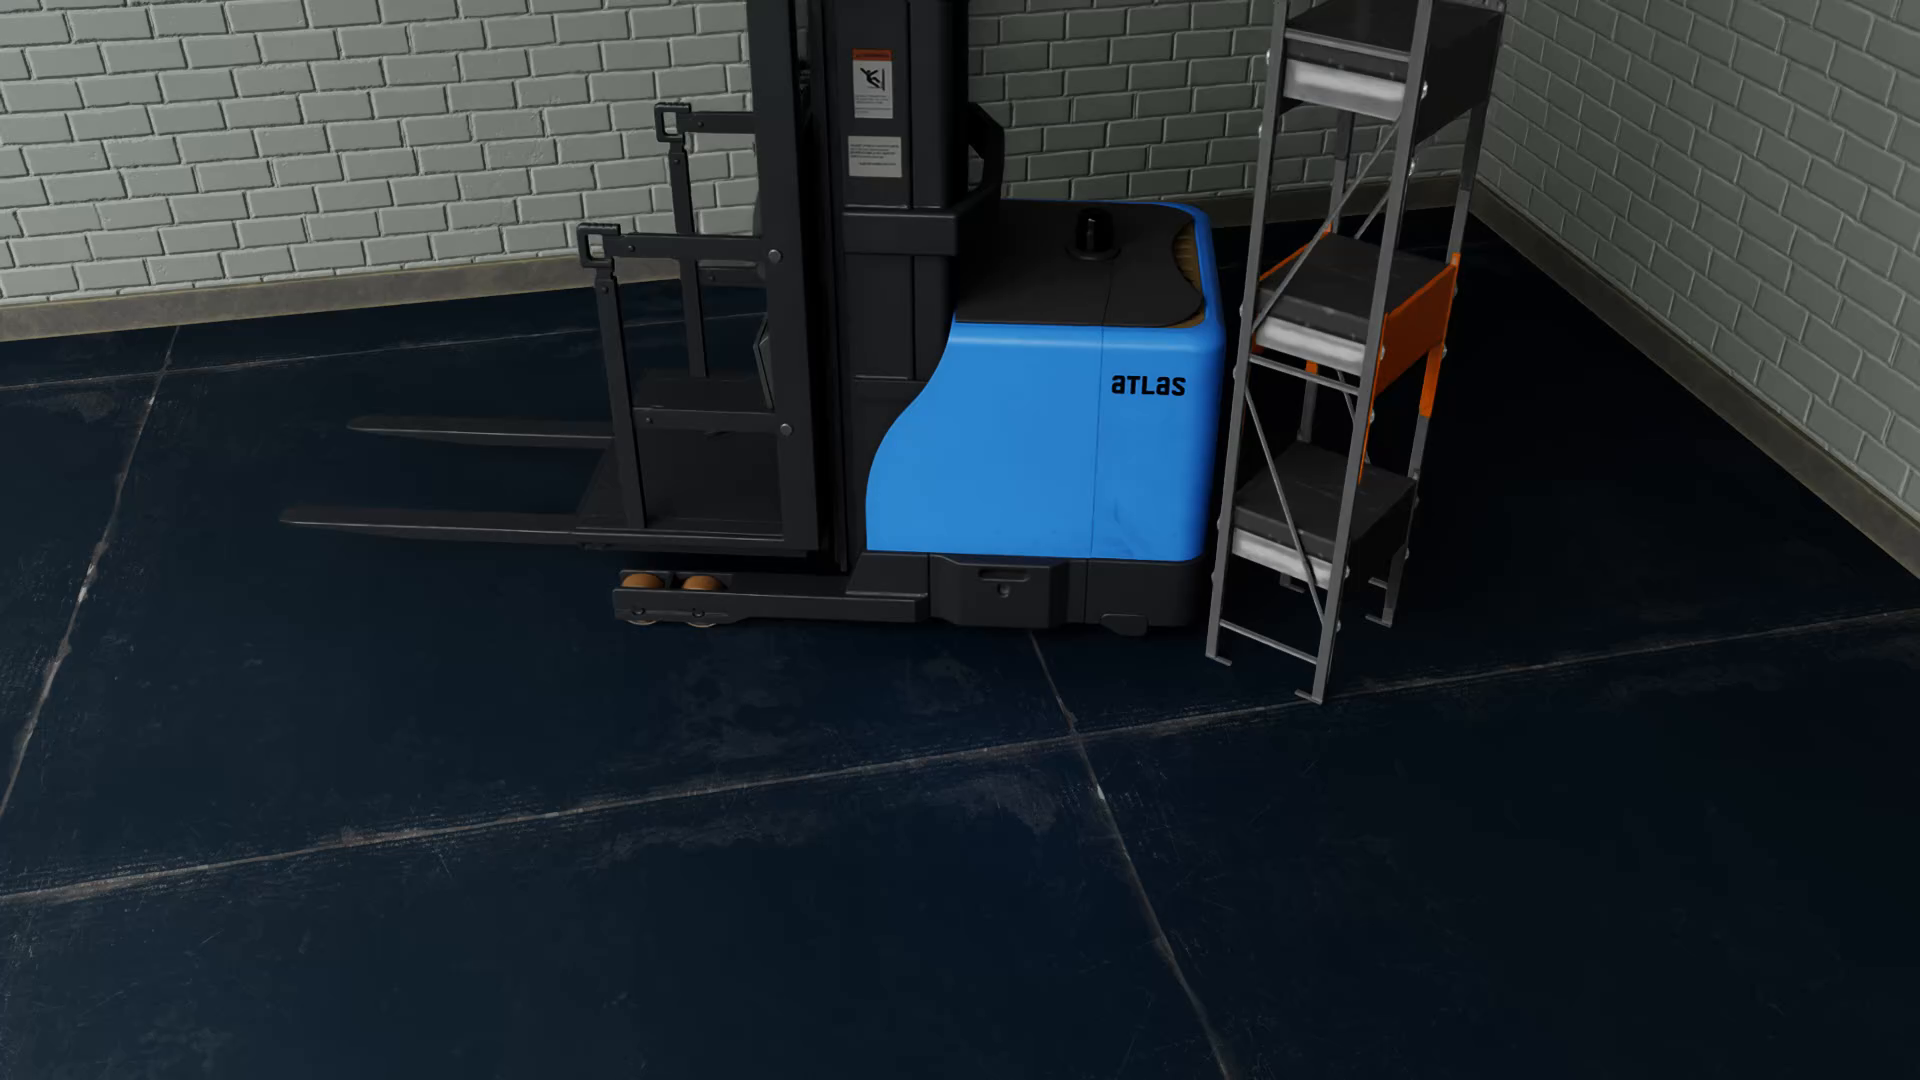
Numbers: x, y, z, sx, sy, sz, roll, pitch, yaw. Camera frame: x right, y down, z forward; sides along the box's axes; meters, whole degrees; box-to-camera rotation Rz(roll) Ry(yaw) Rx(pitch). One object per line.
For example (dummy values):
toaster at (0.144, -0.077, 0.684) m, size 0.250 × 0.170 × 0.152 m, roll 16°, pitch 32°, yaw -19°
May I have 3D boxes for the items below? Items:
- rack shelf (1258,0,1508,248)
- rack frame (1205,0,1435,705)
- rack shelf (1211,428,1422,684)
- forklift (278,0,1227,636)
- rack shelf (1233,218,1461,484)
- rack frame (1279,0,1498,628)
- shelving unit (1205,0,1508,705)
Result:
rack shelf at (1.083, -1.125, 4.309) m, size 0.431 × 0.518 × 0.480 m, roll 23°, pitch 40°, yaw 30°
rack frame at (0.934, -0.446, 4.527) m, size 0.400 × 2.100 × 0.015 m, roll 23°, pitch 40°, yaw 30°
rack shelf at (1.079, 0.040, 5.085) m, size 0.431 × 0.518 × 0.480 m, roll 23°, pitch 40°, yaw 30°
forklift at (-0.706, -1.228, 4.949) m, size 3.031 × 2.935 × 1.130 m, roll 2°, pitch 34°, yaw 3°
rack shelf at (1.081, -0.543, 4.697) m, size 0.431 × 0.518 × 0.480 m, roll 23°, pitch 40°, yaw 30°
rack frame at (1.228, -0.662, 4.852) m, size 0.400 × 2.100 × 0.015 m, roll 23°, pitch 40°, yaw 30°
shelving unit at (1.081, -0.554, 4.689) m, size 0.431 × 2.100 × 0.503 m, roll 23°, pitch 40°, yaw 30°
